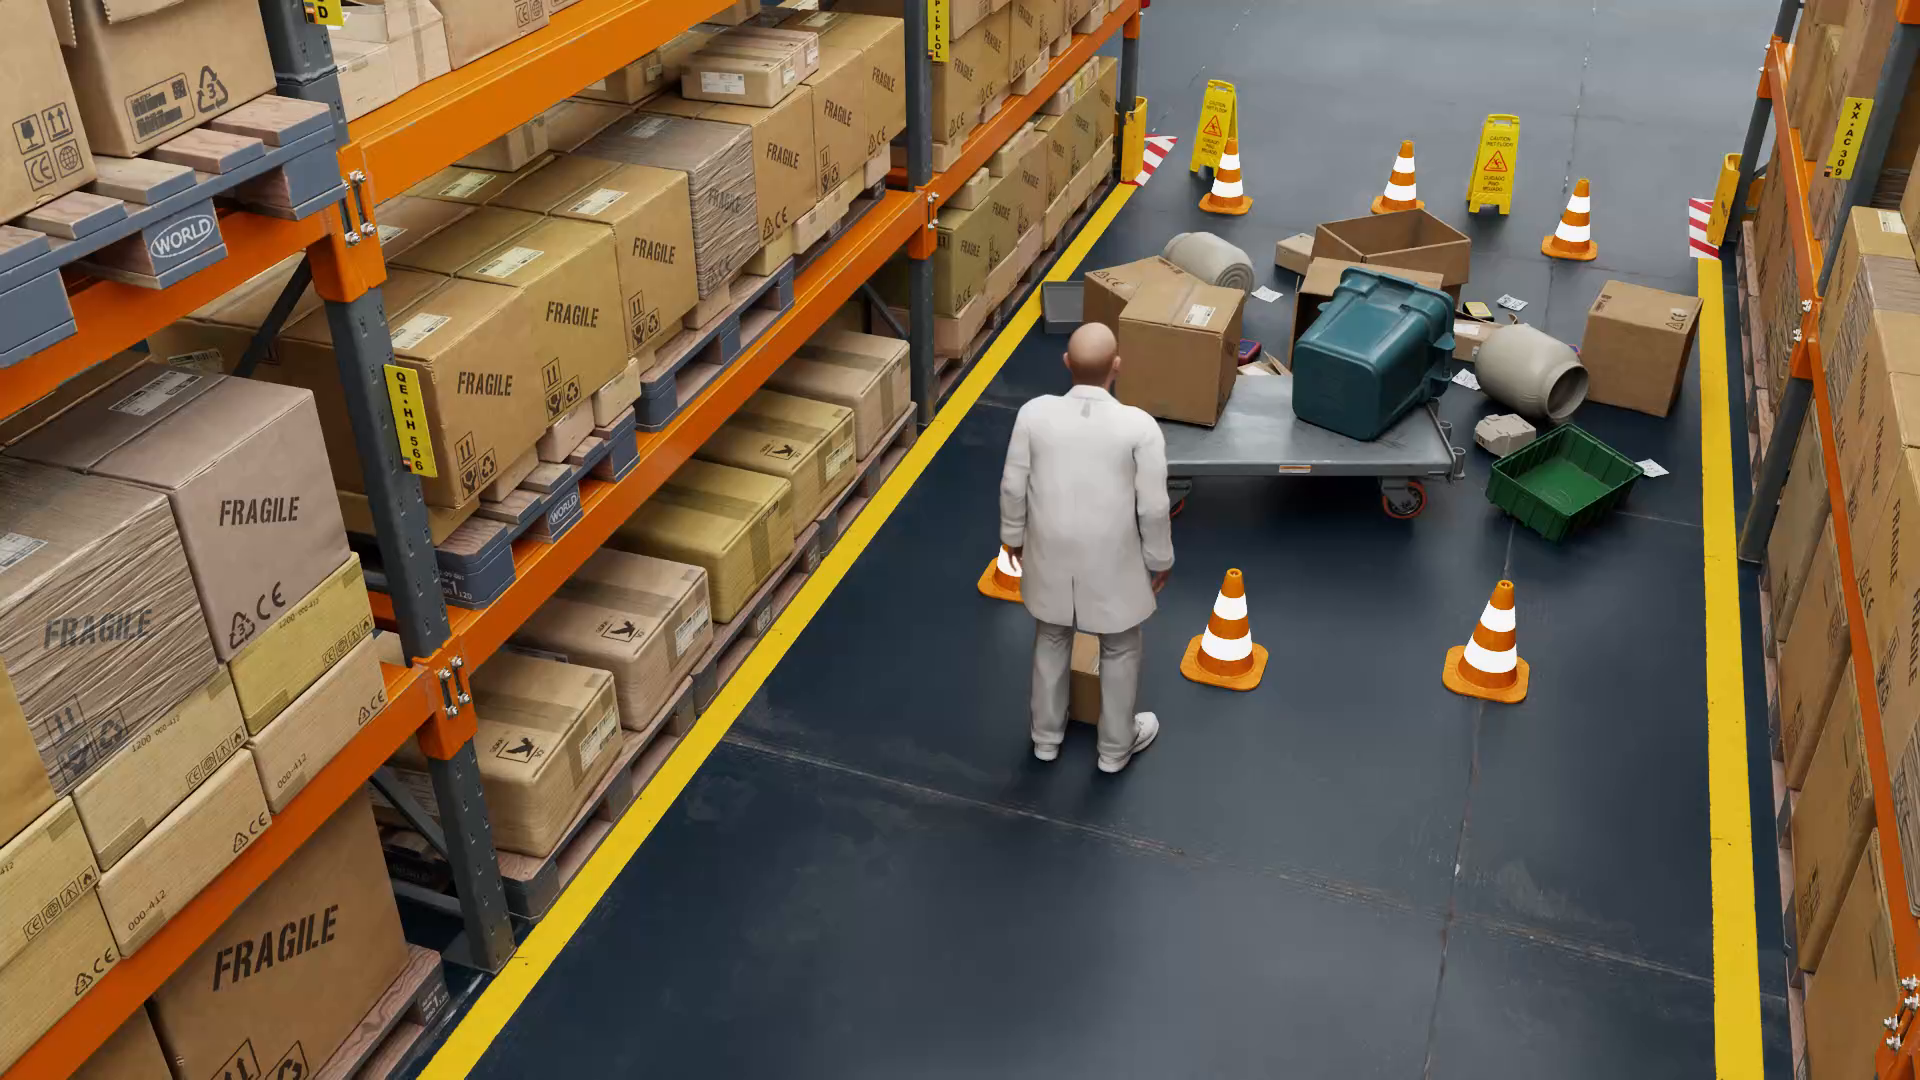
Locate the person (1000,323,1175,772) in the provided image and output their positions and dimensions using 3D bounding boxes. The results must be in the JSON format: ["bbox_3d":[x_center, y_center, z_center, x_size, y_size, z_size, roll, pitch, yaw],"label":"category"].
[{"bbox_3d":[0.459,0.050,6.076,0.653,1.774,0.416,10,34,16],"label":"person"}]
